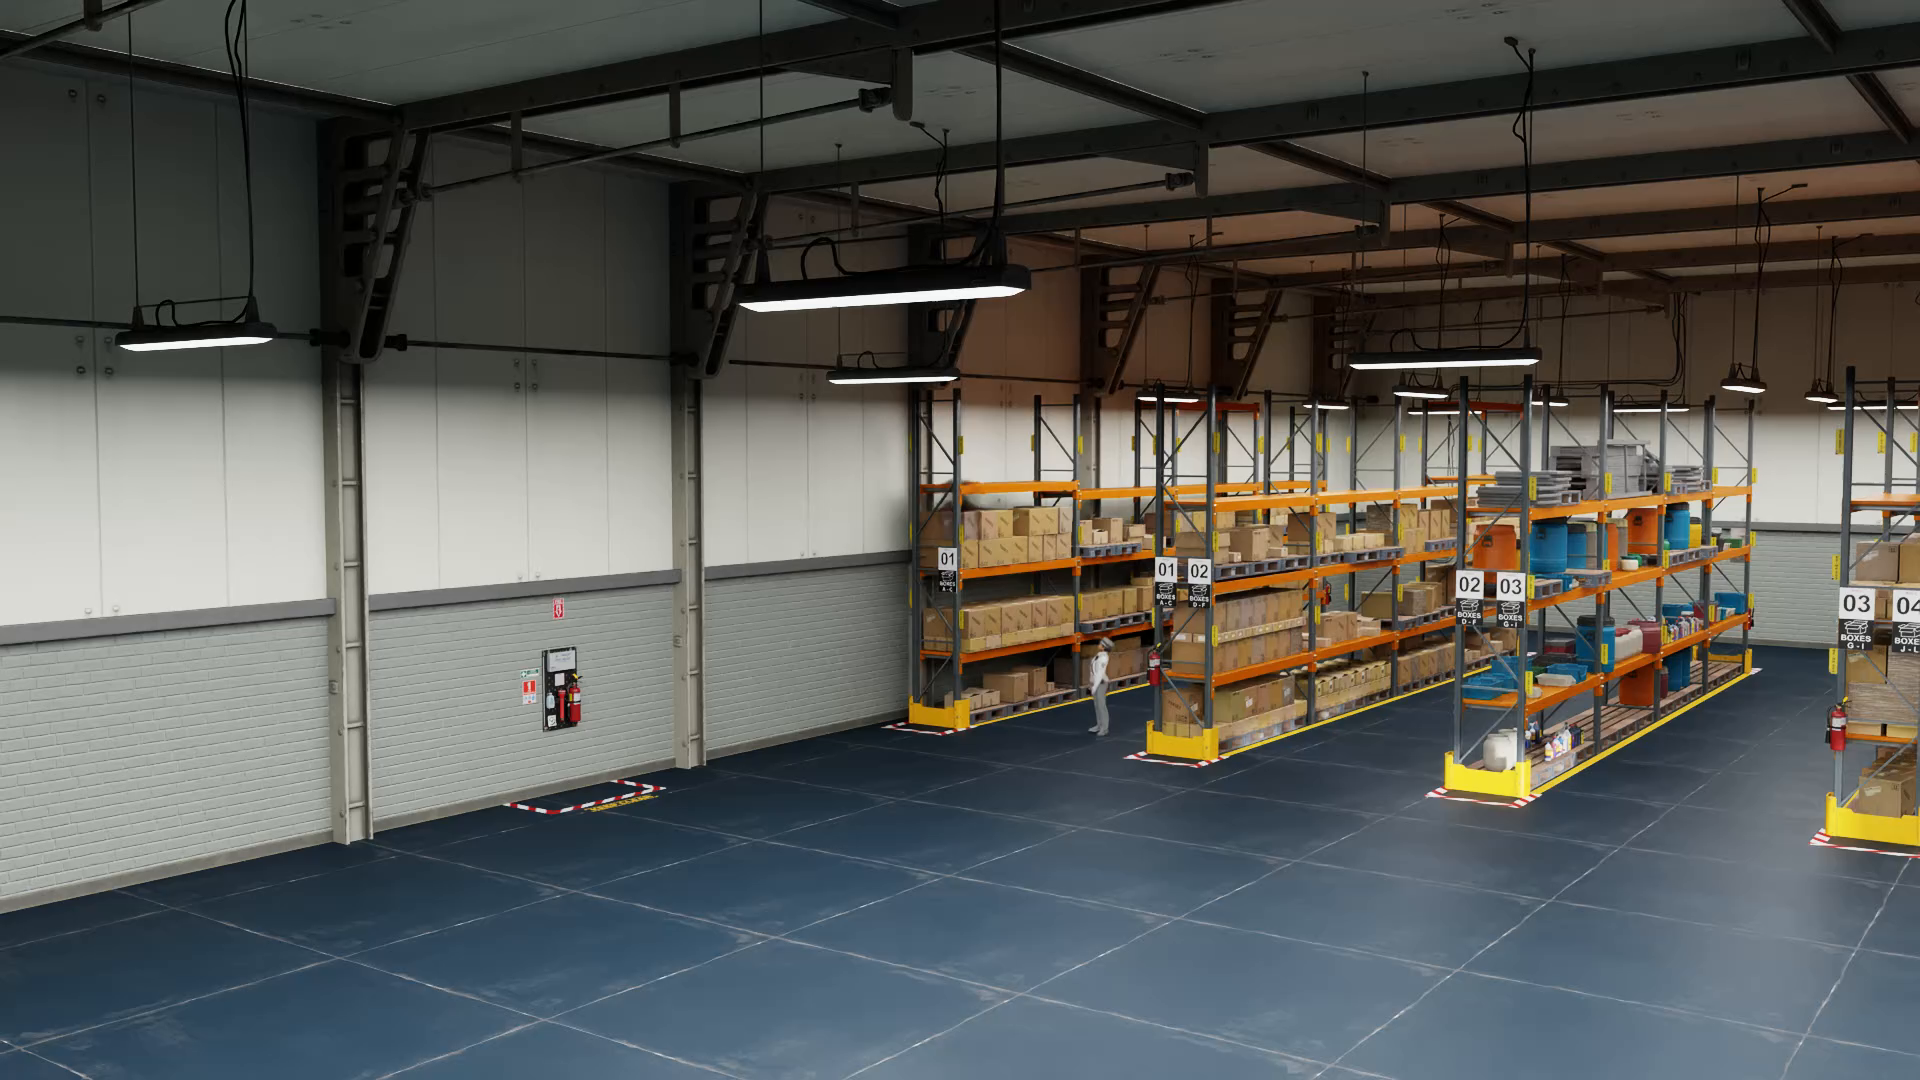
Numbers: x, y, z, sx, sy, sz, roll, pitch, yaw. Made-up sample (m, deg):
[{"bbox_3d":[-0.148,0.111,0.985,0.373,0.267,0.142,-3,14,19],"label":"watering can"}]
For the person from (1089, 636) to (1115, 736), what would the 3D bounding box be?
[{"bbox_3d":[2.443,2.530,28.909,0.464,1.716,0.526,-1,3,-17],"label":"person"}]
